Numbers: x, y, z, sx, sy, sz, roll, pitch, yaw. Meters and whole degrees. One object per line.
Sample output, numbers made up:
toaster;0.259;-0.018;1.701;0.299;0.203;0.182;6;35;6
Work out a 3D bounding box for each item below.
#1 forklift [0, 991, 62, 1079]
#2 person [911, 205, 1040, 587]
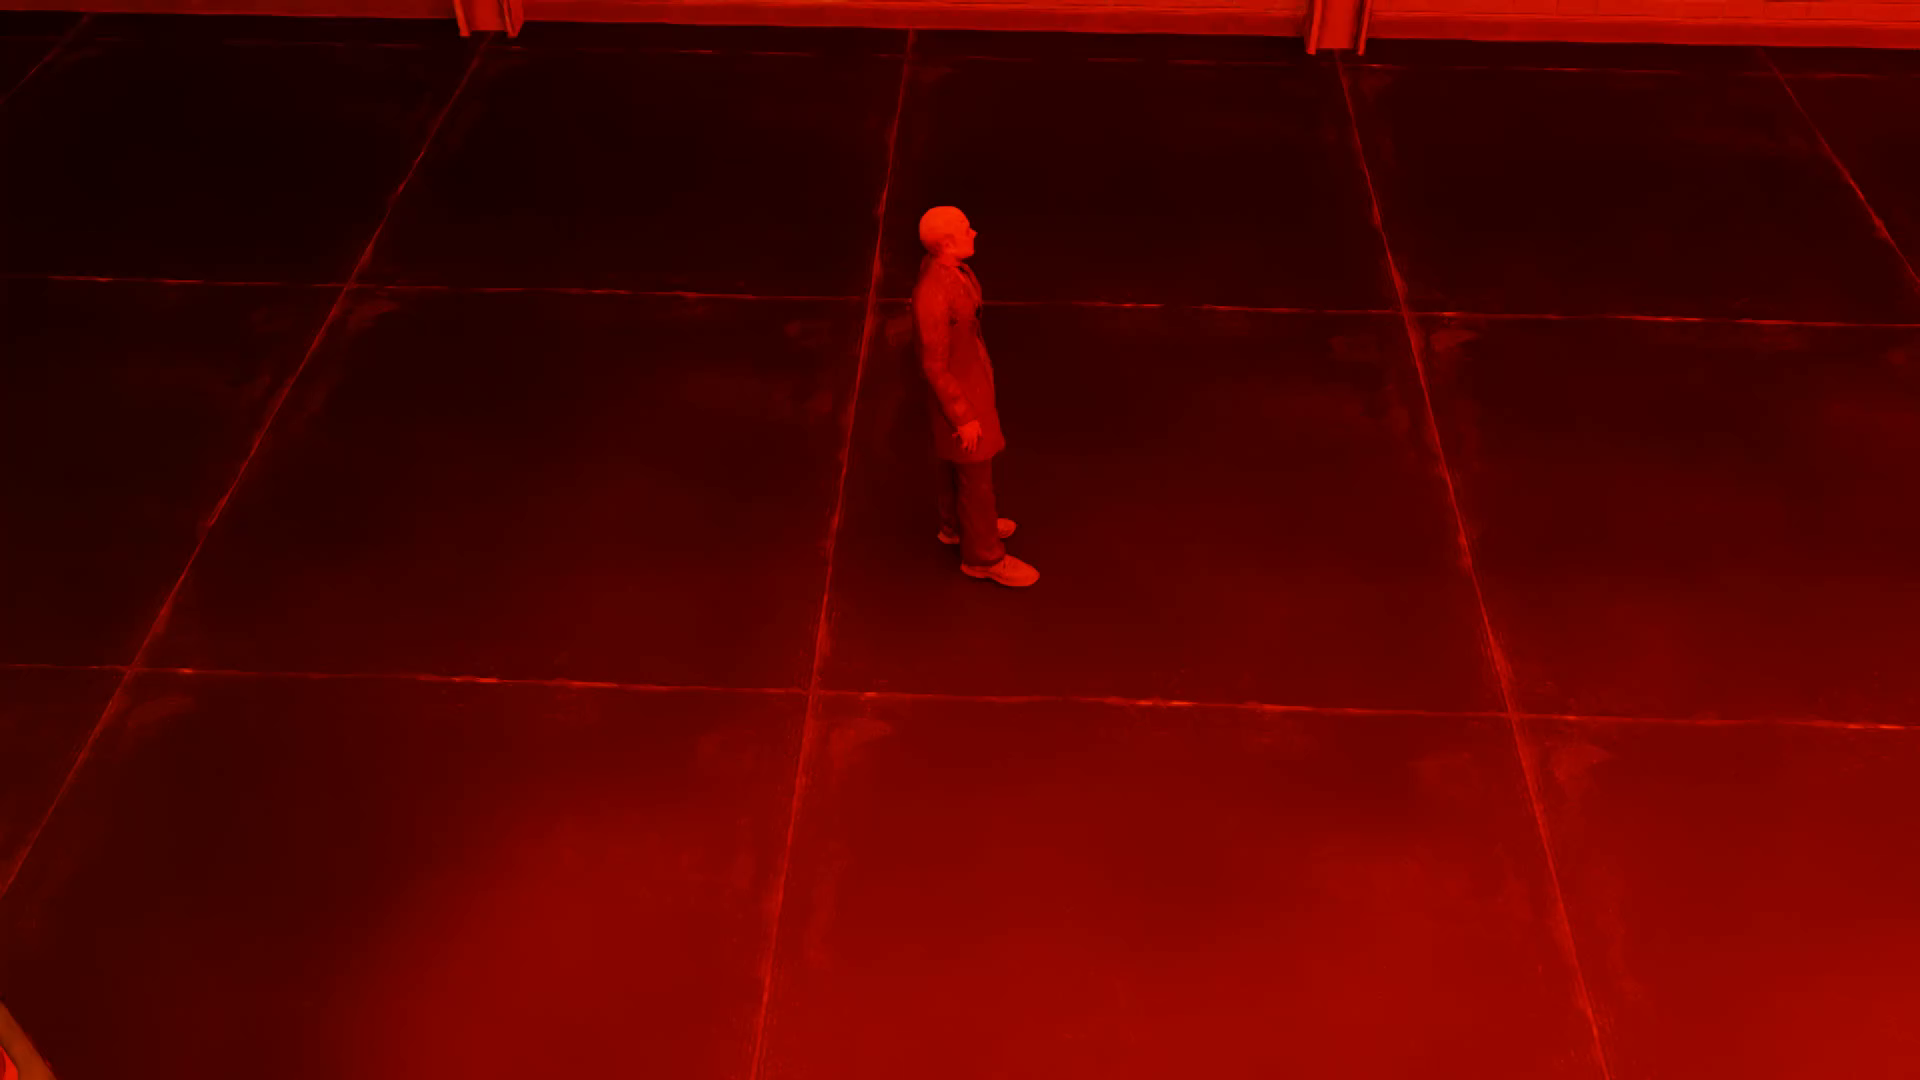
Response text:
forklift;-3.922;1.732;3.845;1.130;2.935;3.031;33;52;31
person;0.091;-0.656;7.305;0.580;1.776;0.694;2;42;2
